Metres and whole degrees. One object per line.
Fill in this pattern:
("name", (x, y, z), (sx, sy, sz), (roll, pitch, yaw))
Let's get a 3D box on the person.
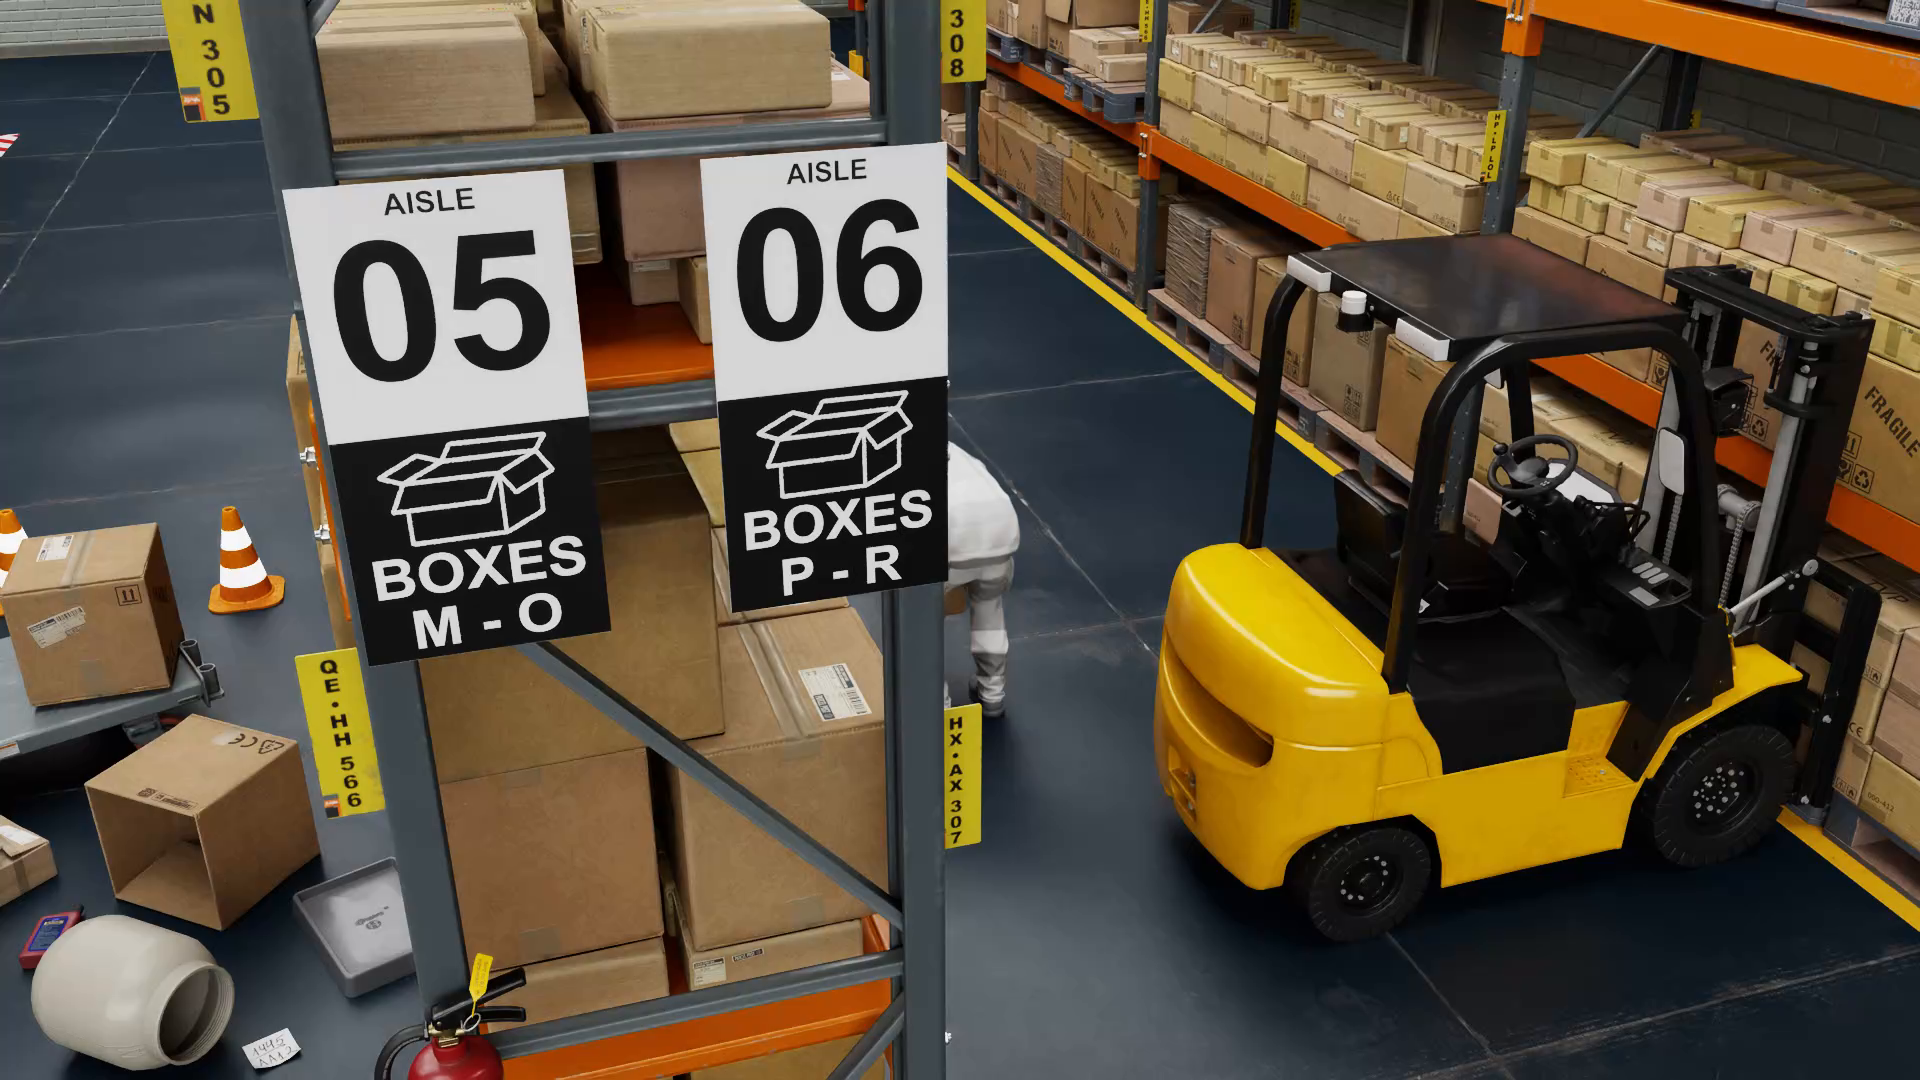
("person", (-0.083, 0.112, 7.054), (0.523, 1.173, 0.945), (-10, 28, -20))
